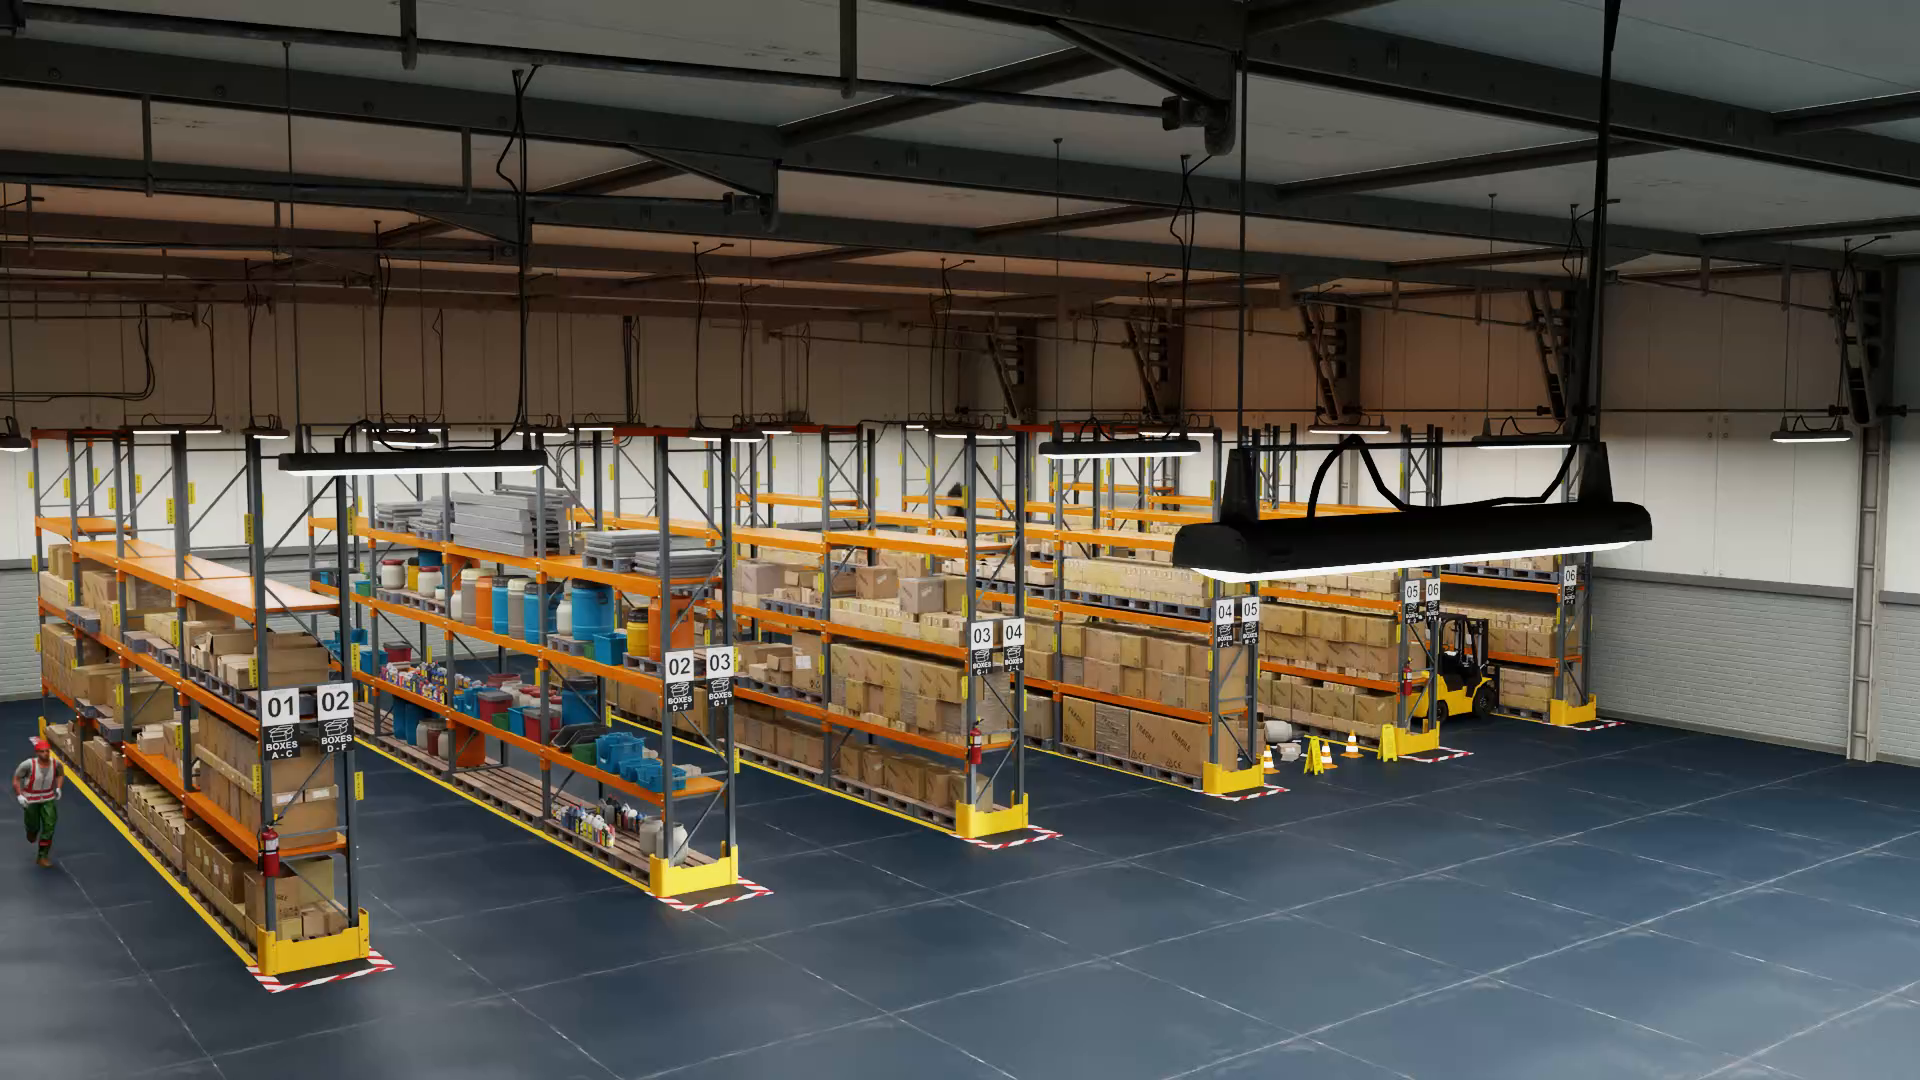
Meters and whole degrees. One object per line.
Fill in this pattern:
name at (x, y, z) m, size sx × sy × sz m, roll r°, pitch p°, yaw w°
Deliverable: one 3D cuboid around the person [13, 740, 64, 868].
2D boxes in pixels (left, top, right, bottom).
person at (-12.888, 3.651, 23.279) m, size 0.662 × 1.759 × 0.895 m, roll -4°, pitch 6°, yaw -43°
